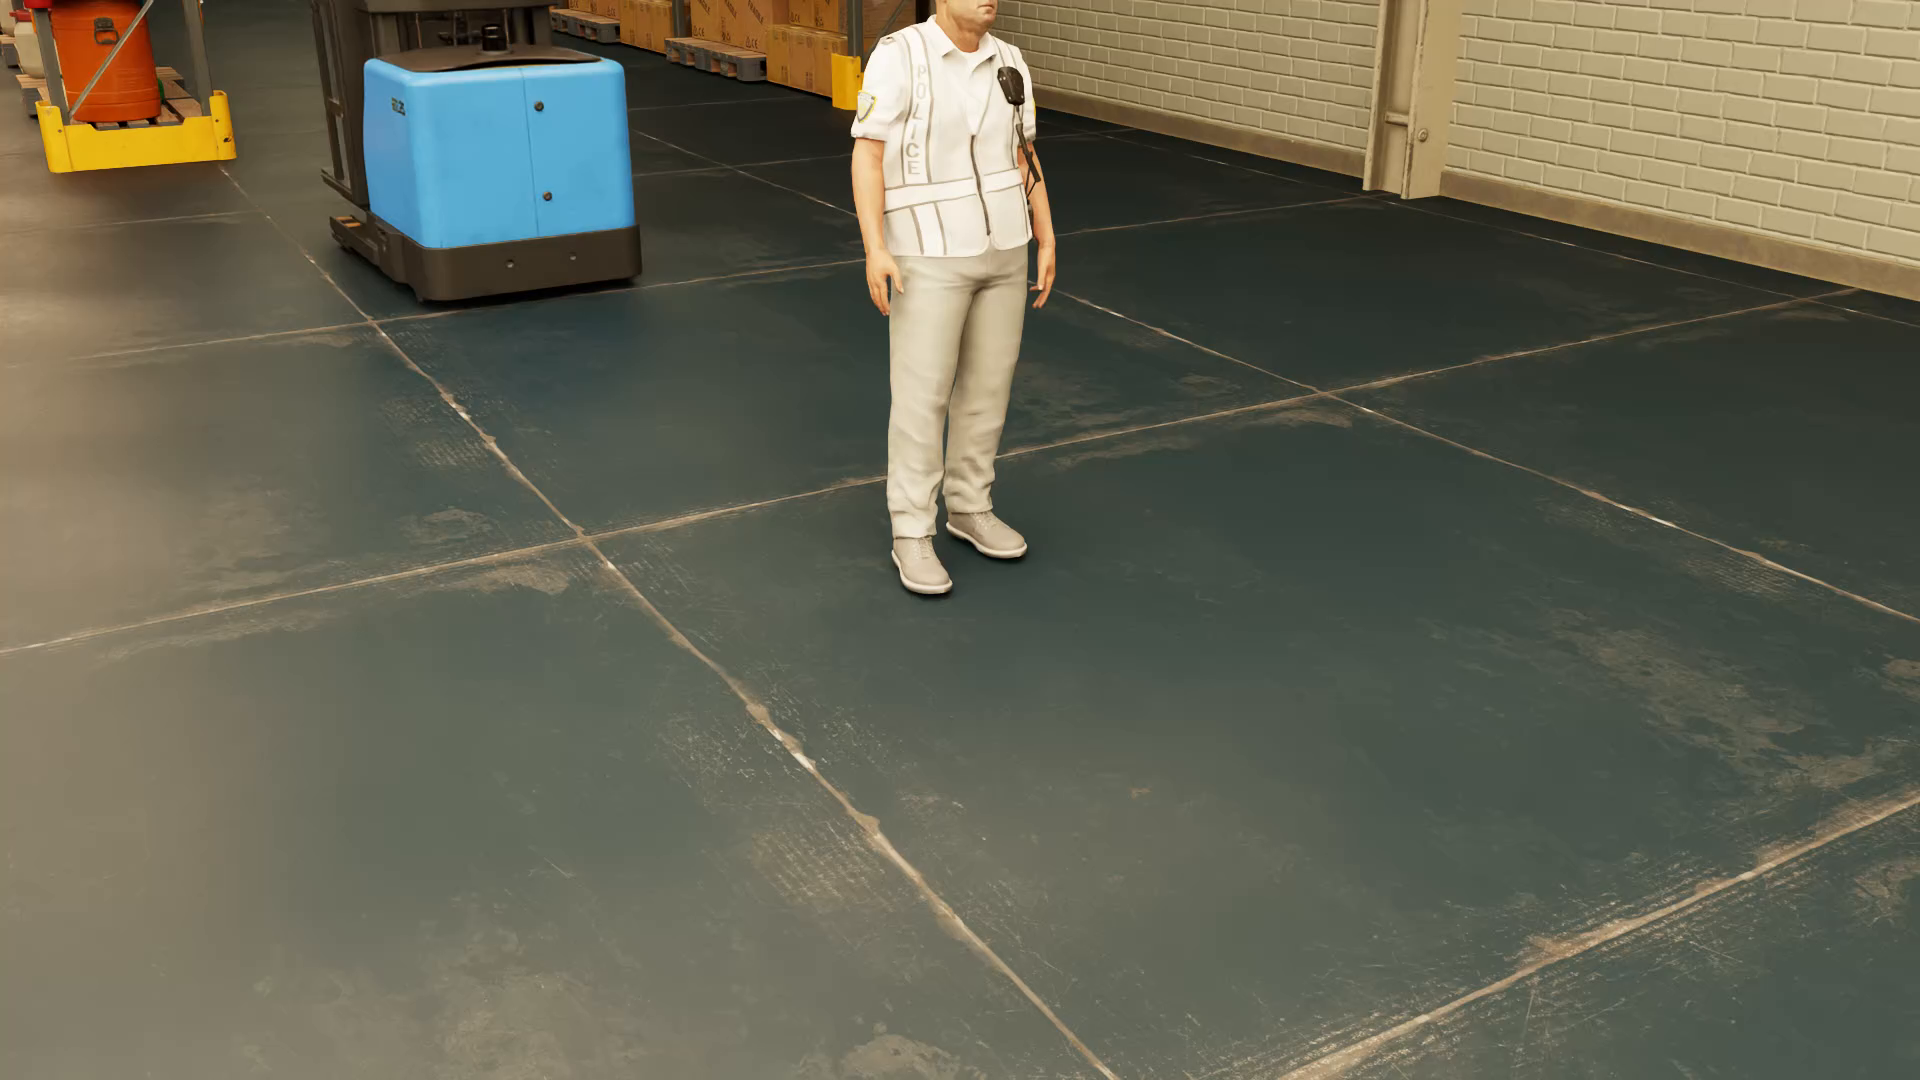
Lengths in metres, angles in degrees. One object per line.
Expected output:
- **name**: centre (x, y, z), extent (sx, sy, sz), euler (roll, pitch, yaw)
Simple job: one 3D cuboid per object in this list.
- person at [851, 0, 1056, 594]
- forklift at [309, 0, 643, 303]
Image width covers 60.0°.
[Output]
- **person**: centre (0.028, -0.803, 4.726), extent (0.640, 1.781, 0.575), euler (-12, 25, -28)
- **forklift**: centre (-2.753, -2.963, 8.495), extent (1.130, 2.935, 3.031), euler (-13, 26, -29)
